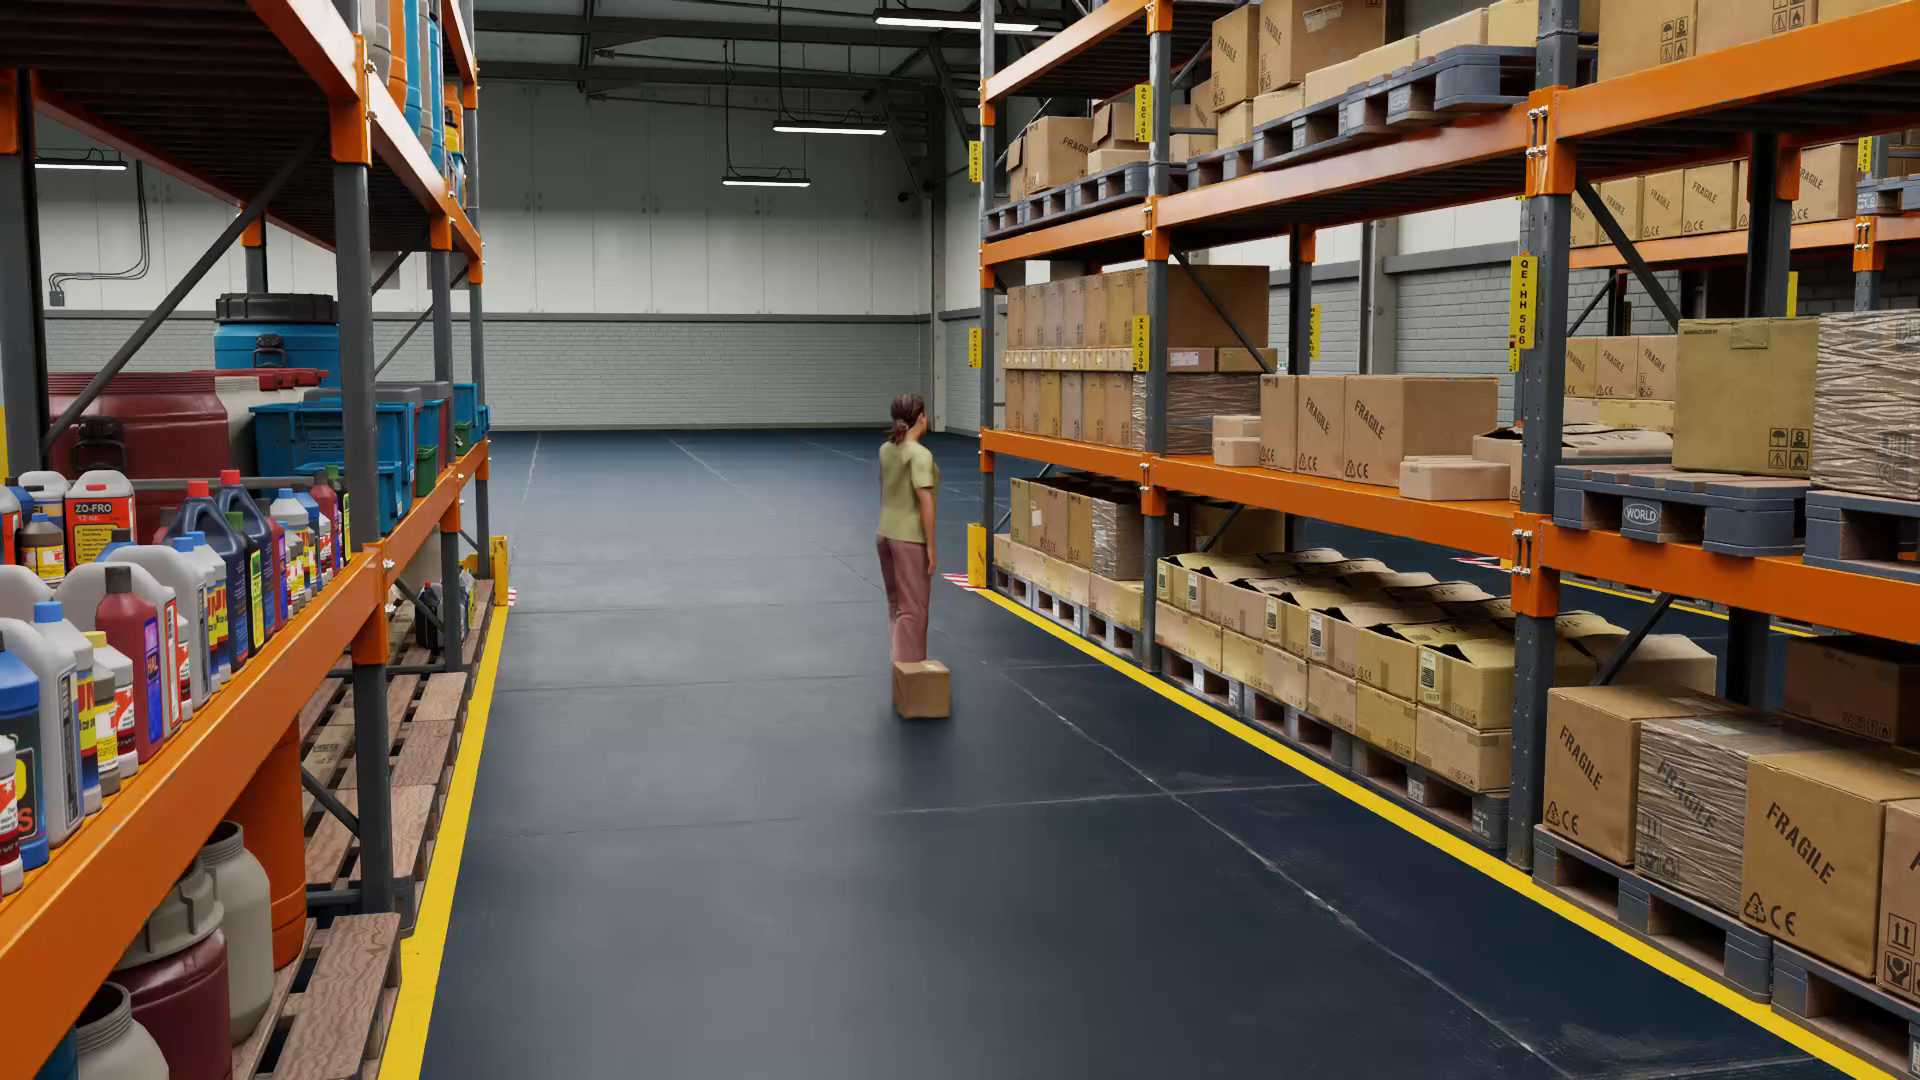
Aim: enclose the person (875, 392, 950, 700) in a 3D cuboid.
[{"bbox_3d":[-0.222,0.037,9.068,0.455,1.680,0.502,-4,8,-35],"label":"person"}]
